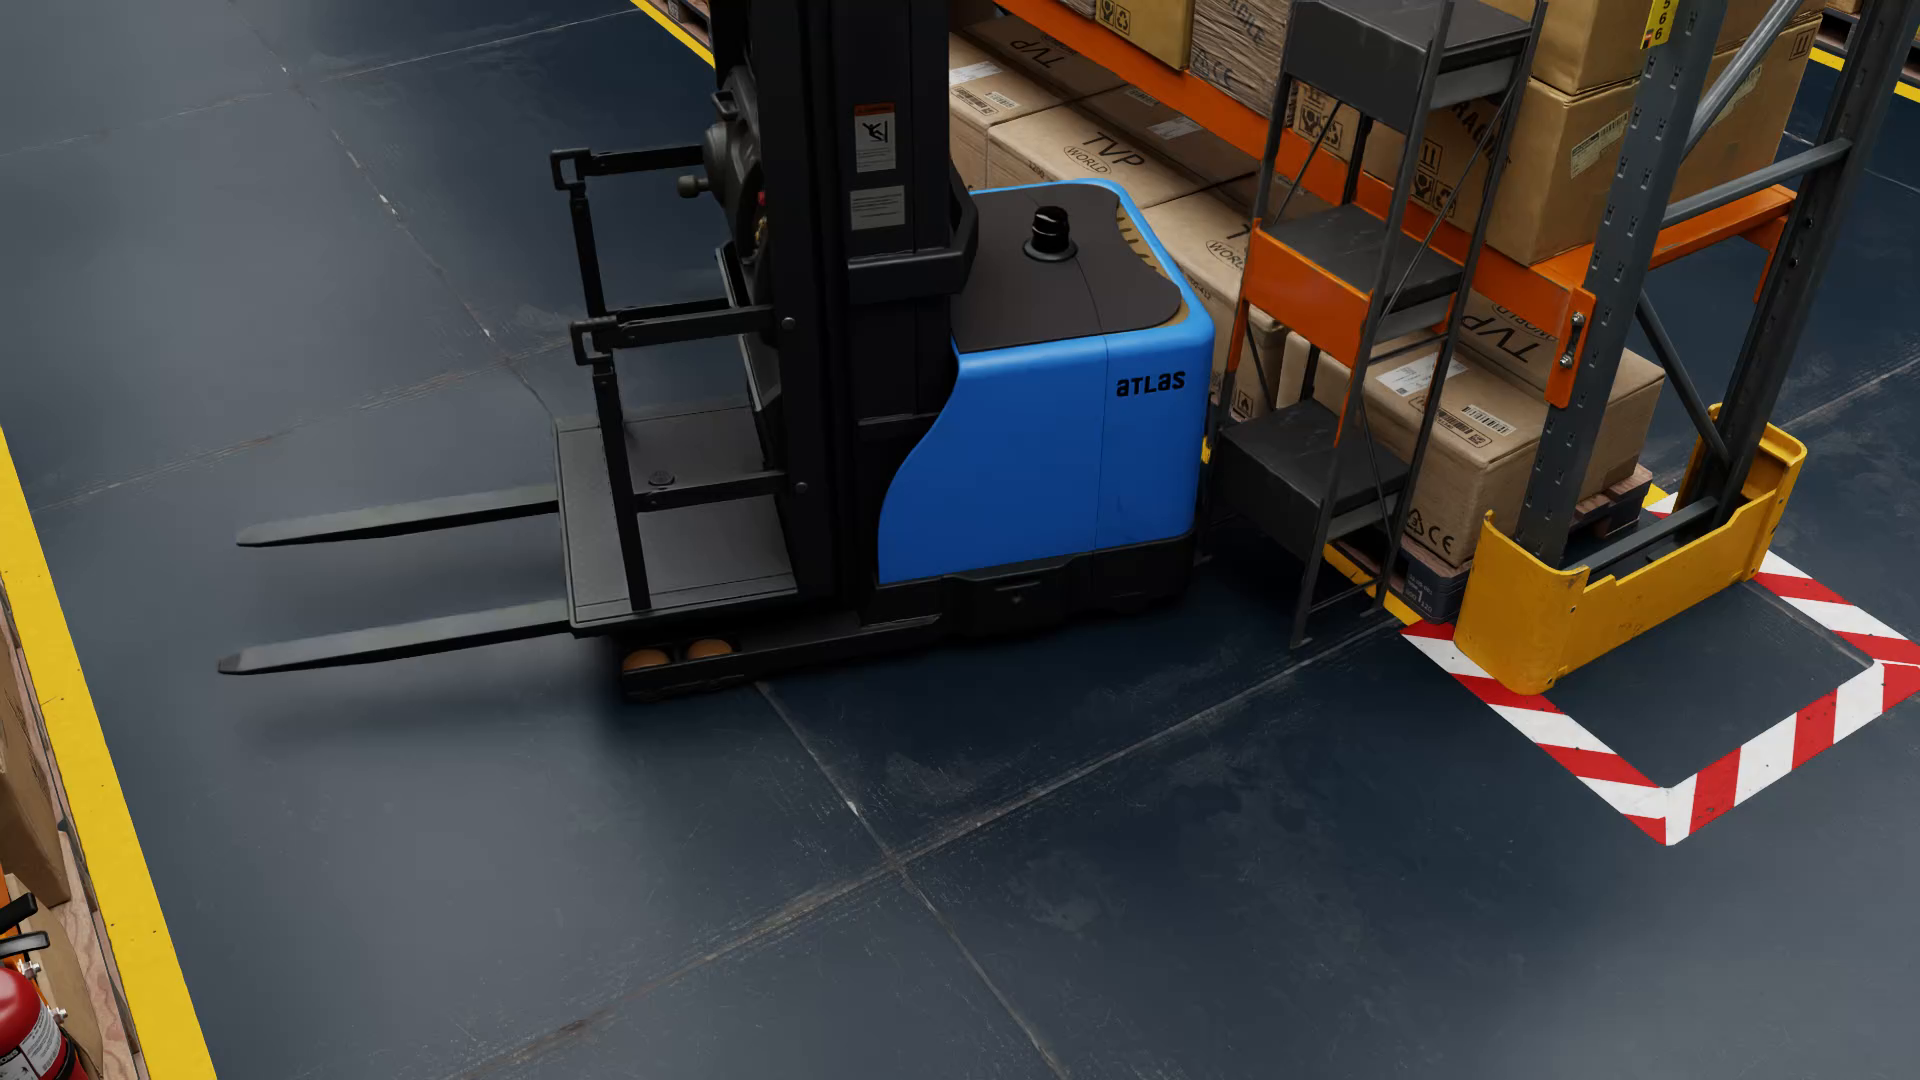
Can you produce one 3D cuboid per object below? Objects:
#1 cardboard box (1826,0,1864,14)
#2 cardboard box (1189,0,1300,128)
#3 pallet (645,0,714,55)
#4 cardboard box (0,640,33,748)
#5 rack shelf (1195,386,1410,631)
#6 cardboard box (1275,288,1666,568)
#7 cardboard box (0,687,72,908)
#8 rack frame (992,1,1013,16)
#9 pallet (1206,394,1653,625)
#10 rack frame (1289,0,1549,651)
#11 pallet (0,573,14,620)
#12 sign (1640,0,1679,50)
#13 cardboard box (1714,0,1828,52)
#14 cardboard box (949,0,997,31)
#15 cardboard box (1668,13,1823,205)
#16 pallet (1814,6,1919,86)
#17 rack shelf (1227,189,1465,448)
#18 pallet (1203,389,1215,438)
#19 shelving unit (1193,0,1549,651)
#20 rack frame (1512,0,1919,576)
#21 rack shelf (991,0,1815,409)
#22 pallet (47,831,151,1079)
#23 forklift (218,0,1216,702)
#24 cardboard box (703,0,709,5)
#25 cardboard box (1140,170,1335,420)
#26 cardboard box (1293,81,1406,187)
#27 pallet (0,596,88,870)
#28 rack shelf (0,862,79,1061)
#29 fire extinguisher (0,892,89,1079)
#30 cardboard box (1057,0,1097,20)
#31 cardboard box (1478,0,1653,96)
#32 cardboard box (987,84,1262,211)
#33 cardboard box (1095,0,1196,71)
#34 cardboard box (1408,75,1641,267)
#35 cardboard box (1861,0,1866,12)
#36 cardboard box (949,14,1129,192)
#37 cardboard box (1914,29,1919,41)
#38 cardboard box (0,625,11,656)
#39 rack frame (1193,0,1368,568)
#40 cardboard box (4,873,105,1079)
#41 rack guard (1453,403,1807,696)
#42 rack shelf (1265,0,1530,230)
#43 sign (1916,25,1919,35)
[{"bbox_3d":[4.761,-2.948,8.844,0.380,0.149,0.250,-23,45,-26],"label":"cardboard box"},{"bbox_3d":[1.111,-1.716,5.388,0.500,0.500,0.500,-21,44,-23],"label":"cardboard box"},{"bbox_3d":[-1.154,-3.095,9.300,1.003,0.211,1.213,-22,45,-24],"label":"pallet"},{"bbox_3d":[-2.923,0.394,4.558,0.500,0.500,0.500,-21,44,-24],"label":"cardboard box"},{"bbox_3d":[1.099,-0.107,5.329,0.431,0.518,0.480,-20,44,-28],"label":"rack shelf"},{"bbox_3d":[1.697,-0.457,5.628,0.875,0.438,0.875,-24,45,-26],"label":"cardboard box"},{"bbox_3d":[-2.723,0.714,4.174,0.700,0.500,0.500,-20,44,-23],"label":"cardboard box"},{"bbox_3d":[-0.015,-3.117,7.147,1.000,3.000,0.127,-22,45,-24],"label":"rack frame"},{"bbox_3d":[1.640,-0.291,5.935,1.003,0.211,1.213,-22,45,-24],"label":"pallet"},{"bbox_3d":[1.274,-0.539,4.736,0.400,2.100,0.015,-20,44,-28],"label":"rack frame"},{"bbox_3d":[-3.830,0.036,5.542,1.003,0.211,1.213,-22,45,-24],"label":"pallet"},{"bbox_3d":[1.671,-1.314,3.895,0.100,0.325,0.005,-22,45,-24],"label":"sign"},{"bbox_3d":[2.118,-1.738,4.633,0.500,0.500,0.500,-23,45,-25],"label":"cardboard box"},{"bbox_3d":[-0.416,-2.769,8.062,0.875,0.875,0.875,-21,44,-23],"label":"cardboard box"},{"bbox_3d":[2.120,-1.354,4.954,0.500,0.500,0.500,-23,45,-25],"label":"cardboard box"},{"bbox_3d":[5.155,-2.795,8.939,1.003,0.211,1.213,-22,45,-24],"label":"pallet"},{"bbox_3d":[1.137,-0.659,4.900,0.431,0.518,0.480,-20,44,-28],"label":"rack shelf"},{"bbox_3d":[0.988,-0.949,6.724,1.003,0.211,1.213,-22,45,-24],"label":"pallet"},{"bbox_3d":[1.138,-0.670,4.892,0.431,2.100,0.503,-20,44,-28],"label":"shelving unit"},{"bbox_3d":[2.136,-0.958,4.556,1.000,3.000,0.127,-22,45,-24],"label":"rack frame"},{"bbox_3d":[1.060,-1.761,6.082,1.077,0.370,4.000,-22,45,-24],"label":"rack shelf"},{"bbox_3d":[-2.518,1.353,3.962,1.003,0.211,1.213,-22,45,-24],"label":"pallet"},{"bbox_3d":[-0.809,-0.999,4.660,3.031,2.935,1.130,-9,41,-11],"label":"forklift"},{"bbox_3d":[-0.908,-3.254,8.644,0.875,0.875,0.875,-21,44,-23],"label":"cardboard box"},{"bbox_3d":[1.197,-0.948,6.218,0.875,0.438,0.875,-21,44,-23],"label":"cardboard box"},{"bbox_3d":[1.396,-1.442,5.059,0.500,0.500,0.500,-23,45,-25],"label":"cardboard box"},{"bbox_3d":[-3.170,0.695,4.751,1.003,0.211,1.213,-22,45,-24],"label":"pallet"},{"bbox_3d":[-3.123,-0.050,4.029,1.077,0.370,4.000,-22,45,-24],"label":"rack shelf"},{"bbox_3d":[-1.579,0.846,2.743,0.296,0.674,0.183,-22,45,-24],"label":"fire extinguisher"},{"bbox_3d":[0.546,-2.268,6.051,0.500,0.500,0.500,-22,45,-24],"label":"cardboard box"},{"bbox_3d":[1.676,-1.559,4.418,0.500,0.500,0.500,-21,44,-23],"label":"cardboard box"},{"bbox_3d":[0.714,-1.435,6.803,0.875,0.438,0.875,-24,45,-26],"label":"cardboard box"},{"bbox_3d":[0.823,-1.990,5.717,0.500,0.500,0.500,-21,44,-23],"label":"cardboard box"},{"bbox_3d":[1.653,-1.166,4.728,0.500,0.500,0.500,-22,45,-24],"label":"cardboard box"},{"bbox_3d":[4.967,-2.833,8.705,0.380,0.149,0.250,-21,44,-23],"label":"cardboard box"},{"bbox_3d":[0.232,-1.918,7.382,0.875,0.438,0.875,-23,45,-25],"label":"cardboard box"},{"bbox_3d":[5.039,-2.670,8.510,0.380,0.149,0.250,-21,44,-24],"label":"cardboard box"},{"bbox_3d":[-3.281,0.154,4.847,0.700,0.500,0.500,-24,45,-26],"label":"cardboard box"},{"bbox_3d":[1.003,-0.800,5.048,0.400,2.100,0.015,-20,44,-28],"label":"rack frame"},{"bbox_3d":[-2.296,1.188,3.604,0.797,0.503,0.637,-24,45,-26],"label":"cardboard box"},{"bbox_3d":[2.149,0.015,5.341,1.175,0.500,0.348,-22,45,-24],"label":"rack guard"},{"bbox_3d":[1.176,-1.211,4.472,0.431,0.518,0.480,-20,44,-28],"label":"rack shelf"},{"bbox_3d":[2.607,-1.509,4.479,0.100,0.325,0.005,-22,45,-24],"label":"sign"}]
